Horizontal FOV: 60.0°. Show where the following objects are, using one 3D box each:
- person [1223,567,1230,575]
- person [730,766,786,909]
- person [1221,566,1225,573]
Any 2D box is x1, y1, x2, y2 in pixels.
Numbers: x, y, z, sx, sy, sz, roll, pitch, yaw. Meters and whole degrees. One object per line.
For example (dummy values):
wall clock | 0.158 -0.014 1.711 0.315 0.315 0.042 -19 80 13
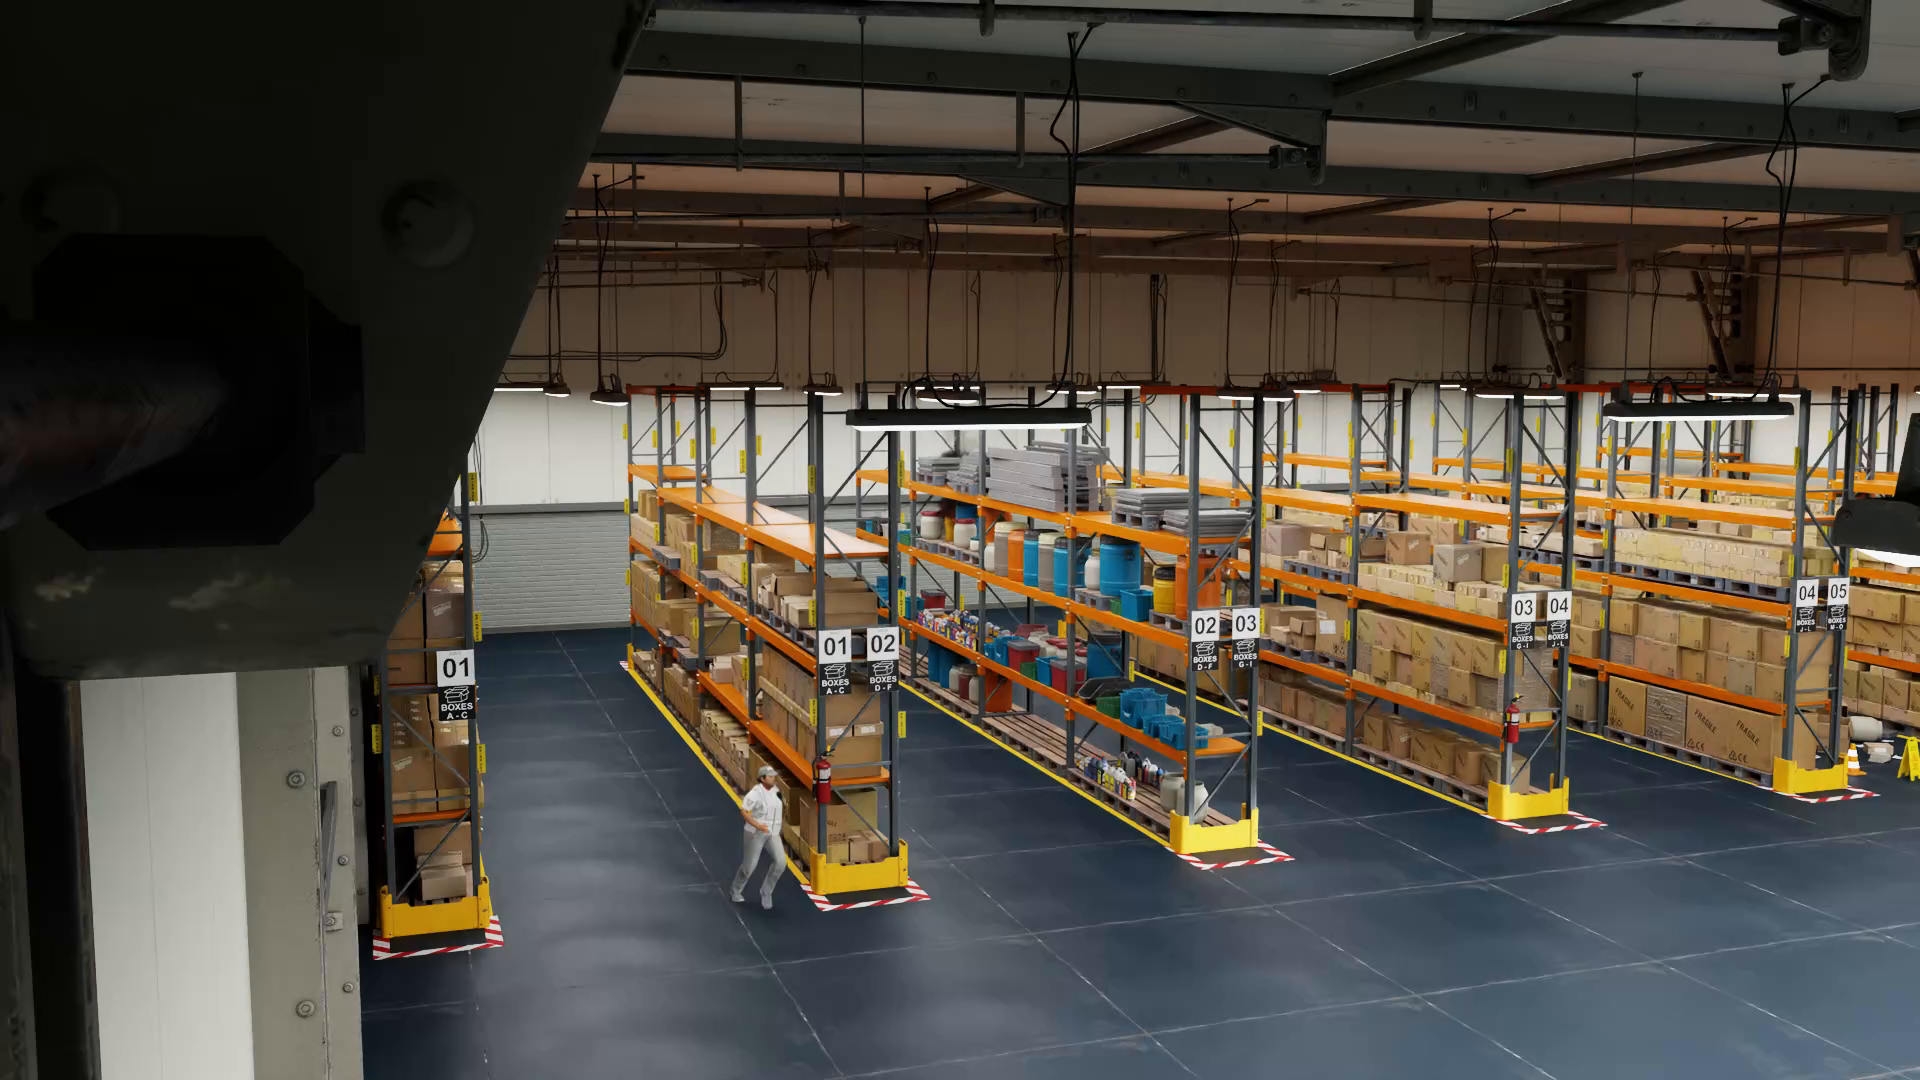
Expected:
person | 6.476 1.277 40.812 0.936 1.689 0.735 -6 8 -43
person | -2.326 3.504 19.695 0.689 1.678 0.668 -5 8 -43
person | 6.137 1.390 39.628 0.713 1.758 0.733 2 6 20
